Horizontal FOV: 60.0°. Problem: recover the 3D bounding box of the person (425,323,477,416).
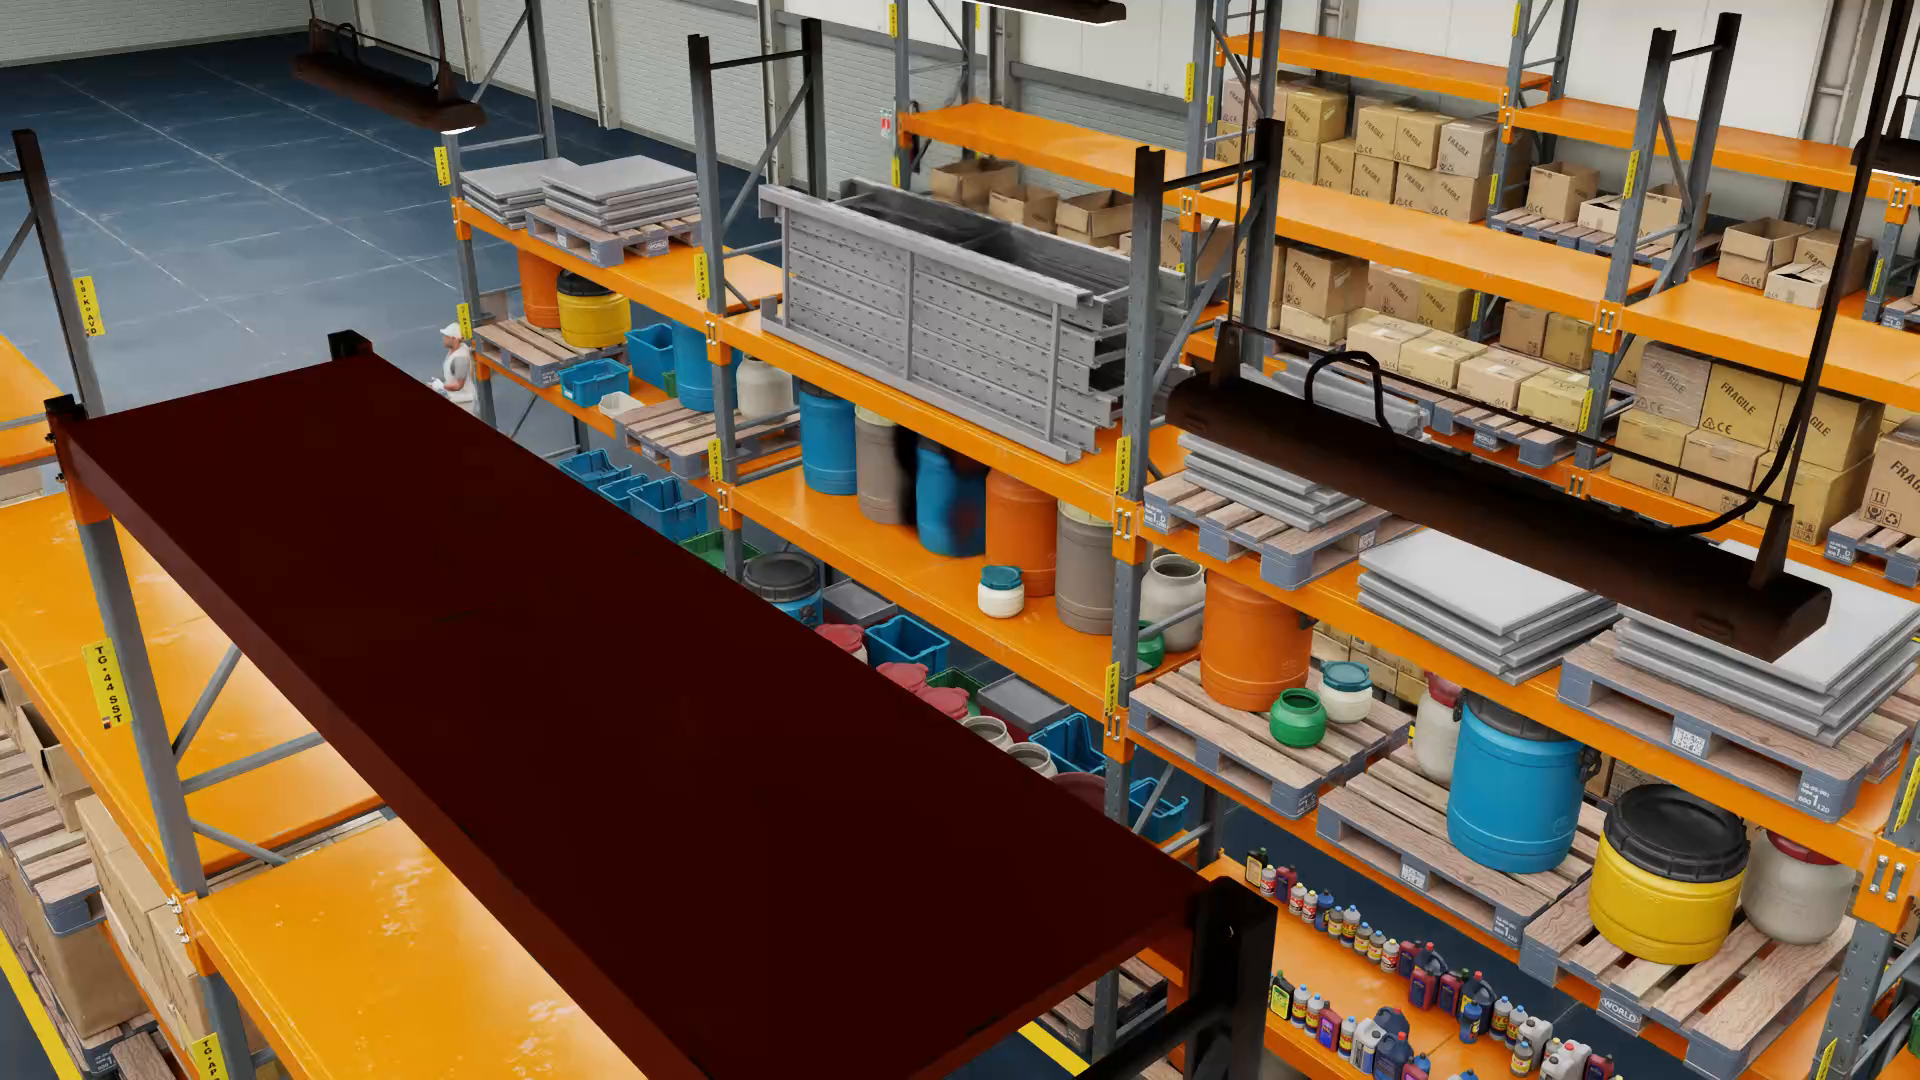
[{"bbox_3d":[-5.668,-1.605,18.751,0.659,1.748,0.645,-11,29,-21],"label":"person"}]
